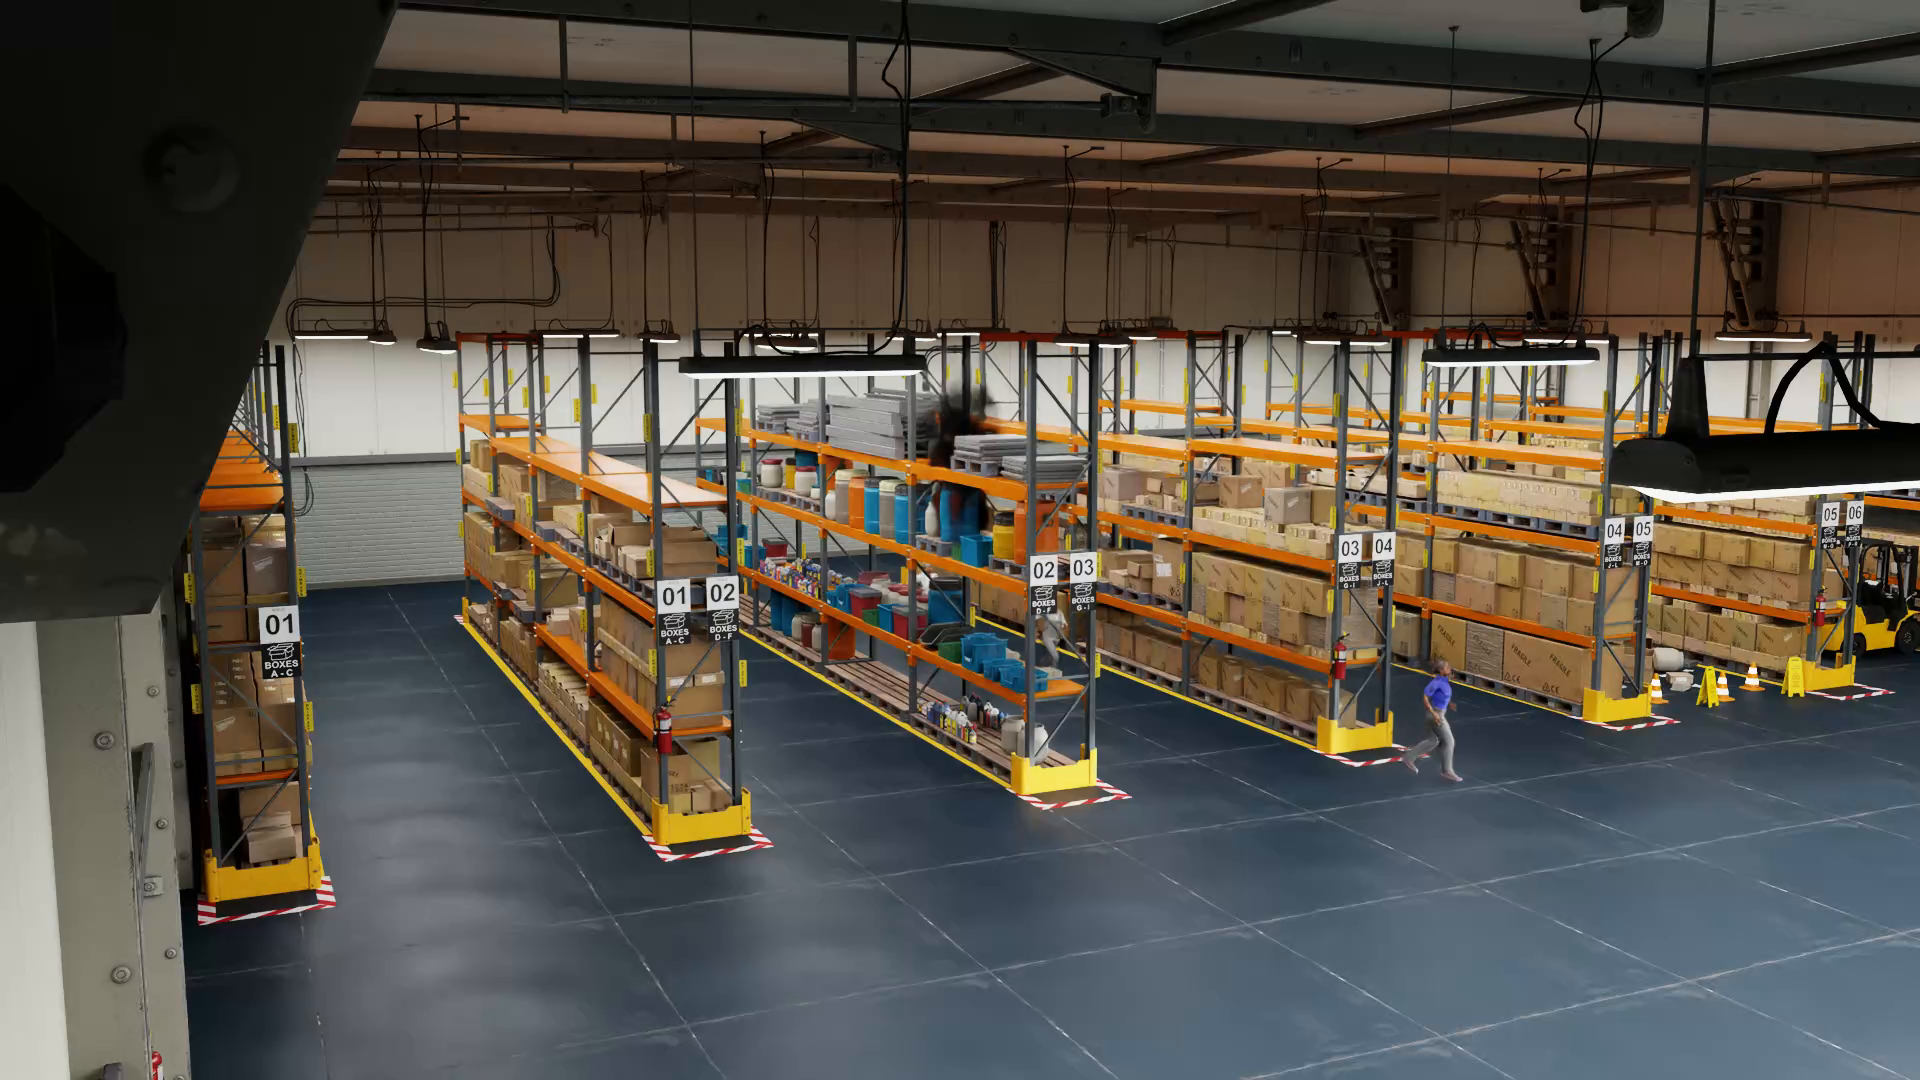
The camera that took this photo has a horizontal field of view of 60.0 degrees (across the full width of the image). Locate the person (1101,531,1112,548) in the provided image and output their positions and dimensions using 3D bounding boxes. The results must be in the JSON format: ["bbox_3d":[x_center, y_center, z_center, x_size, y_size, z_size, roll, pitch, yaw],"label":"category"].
[{"bbox_3d":[3.659,-0.094,41.632,0.581,1.631,0.668,-4,9,-29],"label":"person"}]

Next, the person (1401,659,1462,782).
[{"bbox_3d":[6.496,2.487,22.812,0.835,1.563,0.577,3,8,20],"label":"person"}]

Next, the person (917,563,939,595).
[{"bbox_3d":[-0.610,1.259,31.759,0.612,1.746,0.666,-3,8,-23],"label":"person"}]

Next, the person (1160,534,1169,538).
[{"bbox_3d":[4.391,0.738,35.080,0.646,1.743,0.610,-3,8,-24],"label":"person"}]

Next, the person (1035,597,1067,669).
[{"bbox_3d":[1.544,1.729,28.278,0.501,1.642,0.802,-7,10,-40],"label":"person"}]
